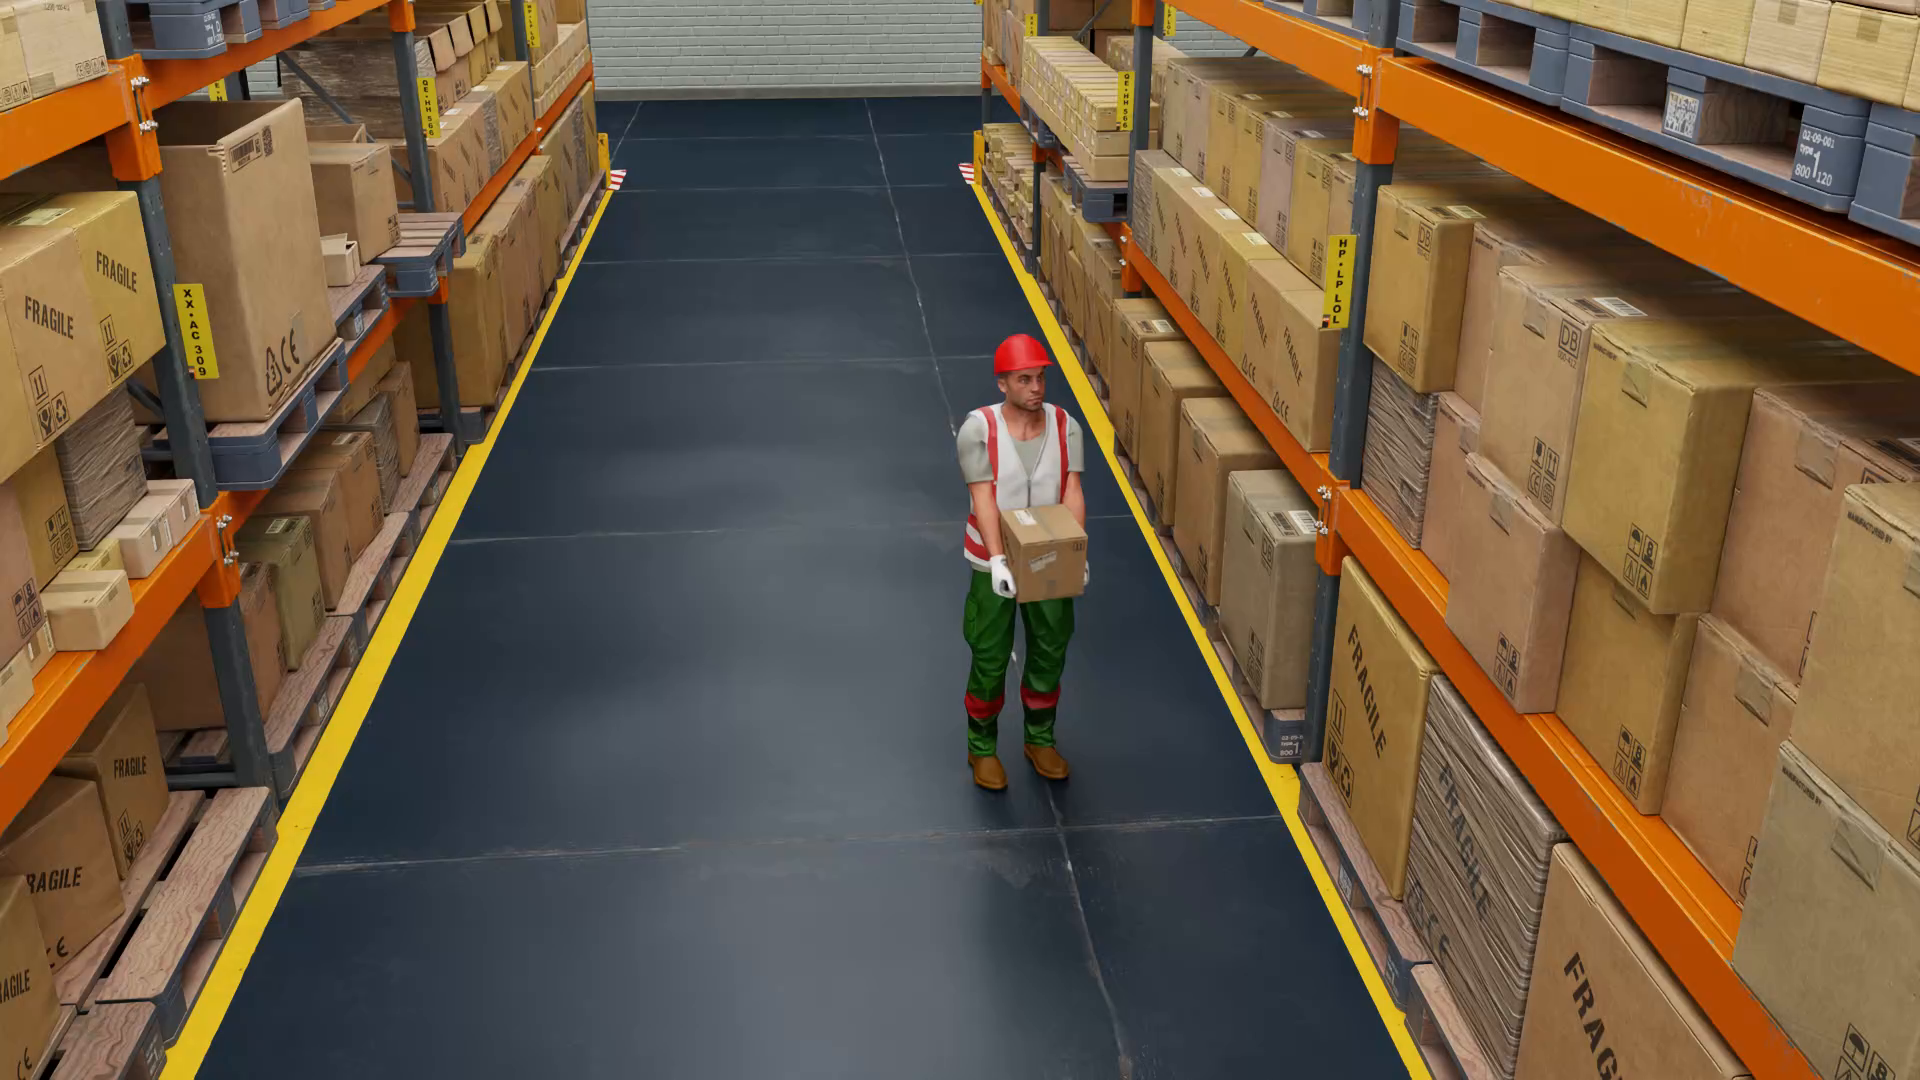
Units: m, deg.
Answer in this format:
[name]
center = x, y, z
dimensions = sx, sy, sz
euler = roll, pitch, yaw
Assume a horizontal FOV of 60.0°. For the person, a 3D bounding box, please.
[person]
center = 0.262, 0.127, 6.280
dimensions = 0.494, 1.784, 0.554
euler = -7, 24, -15
